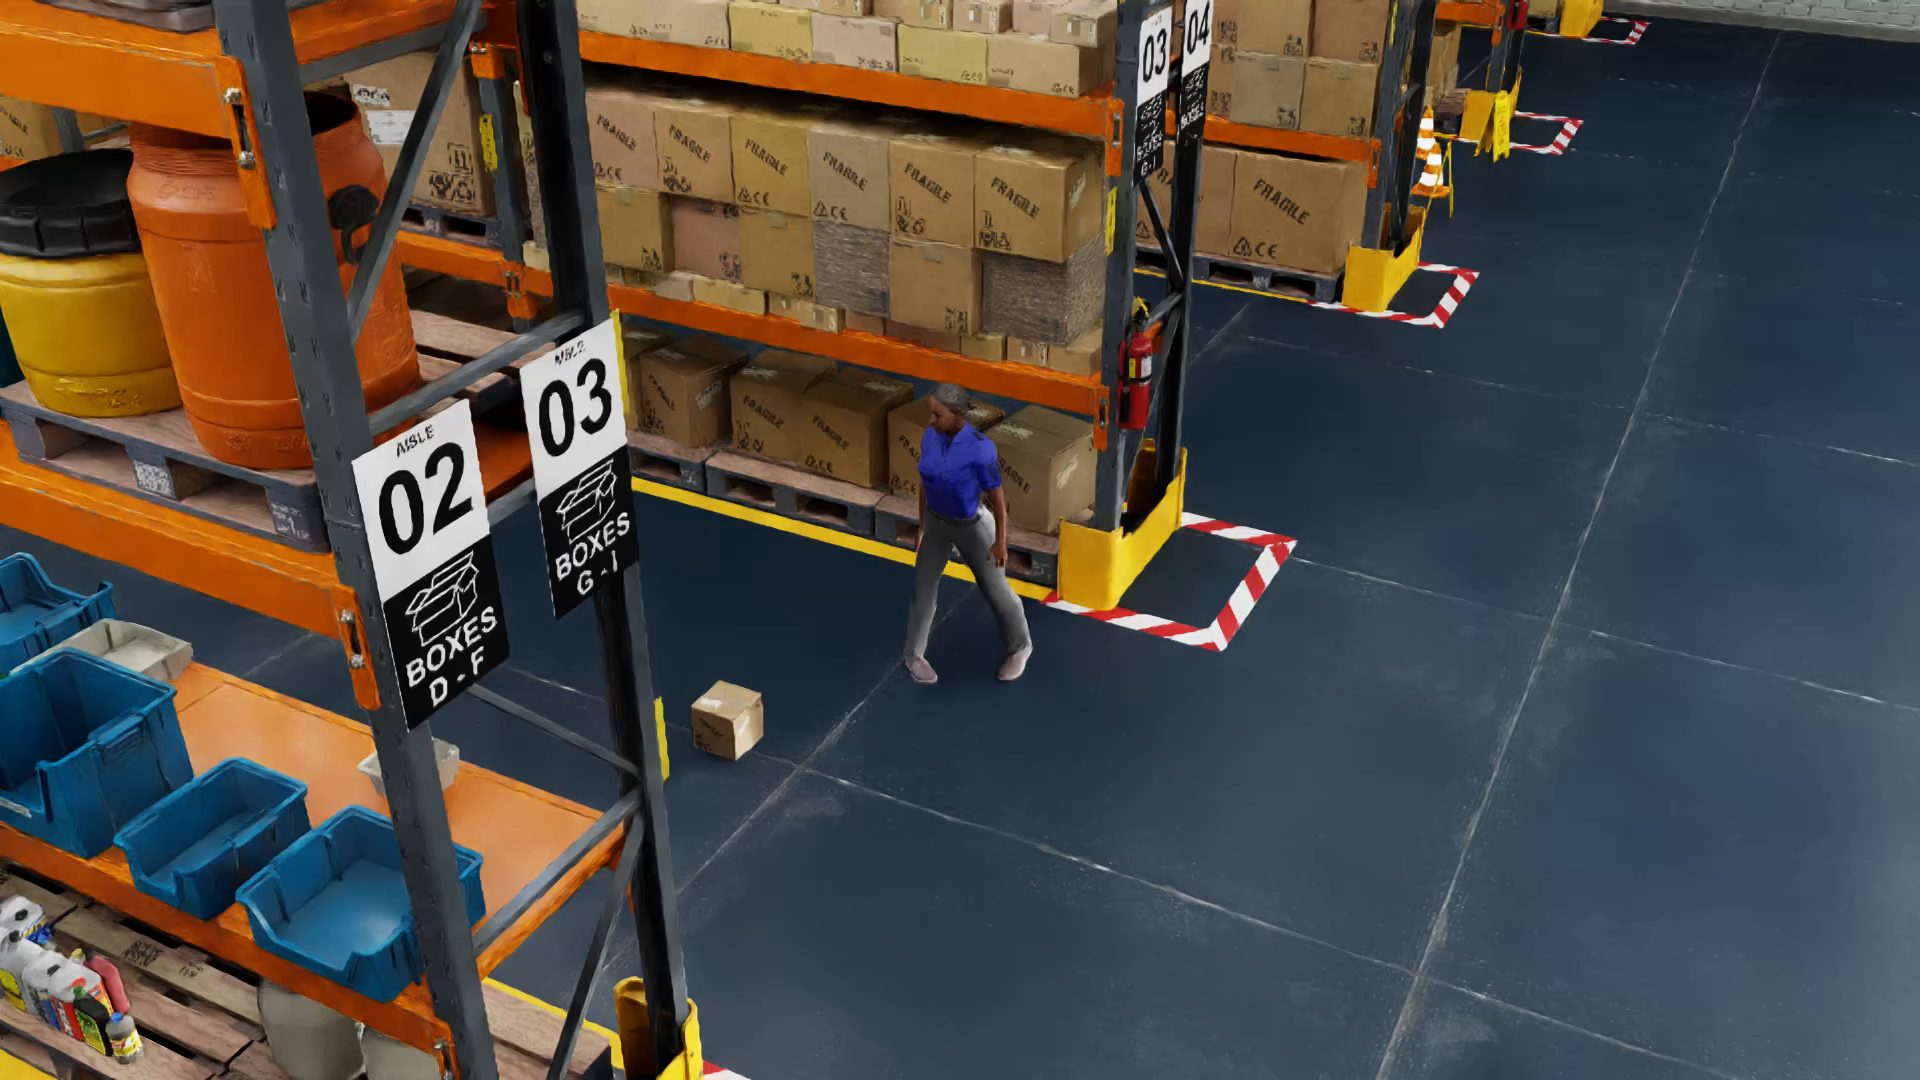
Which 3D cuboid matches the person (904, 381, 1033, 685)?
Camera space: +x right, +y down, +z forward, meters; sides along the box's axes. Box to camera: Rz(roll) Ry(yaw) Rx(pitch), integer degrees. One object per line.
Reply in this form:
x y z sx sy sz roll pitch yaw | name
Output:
0.027 -0.034 8.364 0.580 1.659 0.575 18 35 27 | person
